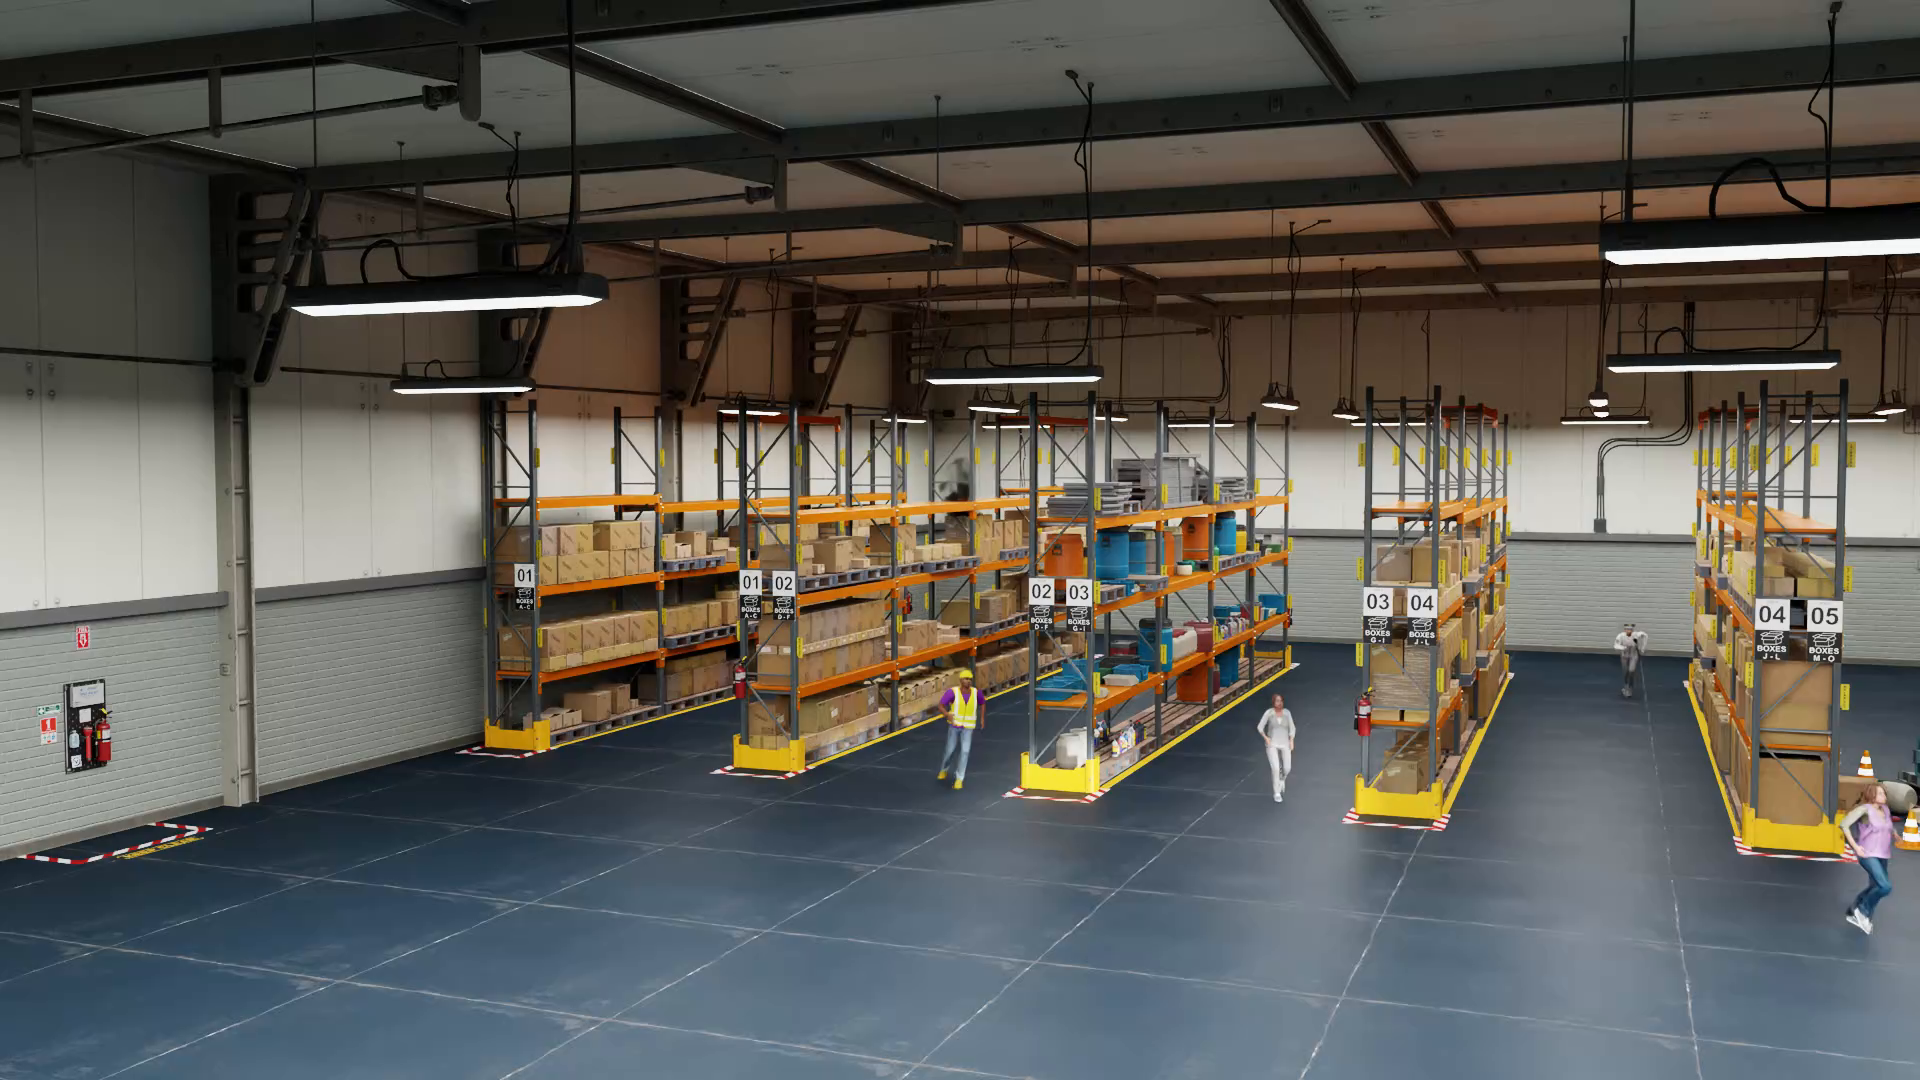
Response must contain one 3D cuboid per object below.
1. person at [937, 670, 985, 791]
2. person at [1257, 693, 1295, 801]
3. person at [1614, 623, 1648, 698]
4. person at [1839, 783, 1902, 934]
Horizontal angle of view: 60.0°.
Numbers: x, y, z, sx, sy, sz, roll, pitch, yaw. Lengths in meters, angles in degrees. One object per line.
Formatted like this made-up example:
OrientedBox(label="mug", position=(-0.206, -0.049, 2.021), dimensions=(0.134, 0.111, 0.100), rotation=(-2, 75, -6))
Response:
OrientedBox(label="person", position=(0.036, 2.876, 25.414), dimensions=(0.758, 1.785, 0.835), rotation=(0, 3, -6))
OrientedBox(label="person", position=(4.632, 3.022, 24.362), dimensions=(0.560, 1.569, 0.539), rotation=(0, 3, 0))
OrientedBox(label="person", position=(14.094, 2.511, 34.944), dimensions=(0.649, 1.604, 0.942), rotation=(1, 3, 24))
OrientedBox(label="person", position=(9.601, 3.338, 17.478), dimensions=(0.593, 1.577, 0.557), rotation=(-1, 3, -22))
